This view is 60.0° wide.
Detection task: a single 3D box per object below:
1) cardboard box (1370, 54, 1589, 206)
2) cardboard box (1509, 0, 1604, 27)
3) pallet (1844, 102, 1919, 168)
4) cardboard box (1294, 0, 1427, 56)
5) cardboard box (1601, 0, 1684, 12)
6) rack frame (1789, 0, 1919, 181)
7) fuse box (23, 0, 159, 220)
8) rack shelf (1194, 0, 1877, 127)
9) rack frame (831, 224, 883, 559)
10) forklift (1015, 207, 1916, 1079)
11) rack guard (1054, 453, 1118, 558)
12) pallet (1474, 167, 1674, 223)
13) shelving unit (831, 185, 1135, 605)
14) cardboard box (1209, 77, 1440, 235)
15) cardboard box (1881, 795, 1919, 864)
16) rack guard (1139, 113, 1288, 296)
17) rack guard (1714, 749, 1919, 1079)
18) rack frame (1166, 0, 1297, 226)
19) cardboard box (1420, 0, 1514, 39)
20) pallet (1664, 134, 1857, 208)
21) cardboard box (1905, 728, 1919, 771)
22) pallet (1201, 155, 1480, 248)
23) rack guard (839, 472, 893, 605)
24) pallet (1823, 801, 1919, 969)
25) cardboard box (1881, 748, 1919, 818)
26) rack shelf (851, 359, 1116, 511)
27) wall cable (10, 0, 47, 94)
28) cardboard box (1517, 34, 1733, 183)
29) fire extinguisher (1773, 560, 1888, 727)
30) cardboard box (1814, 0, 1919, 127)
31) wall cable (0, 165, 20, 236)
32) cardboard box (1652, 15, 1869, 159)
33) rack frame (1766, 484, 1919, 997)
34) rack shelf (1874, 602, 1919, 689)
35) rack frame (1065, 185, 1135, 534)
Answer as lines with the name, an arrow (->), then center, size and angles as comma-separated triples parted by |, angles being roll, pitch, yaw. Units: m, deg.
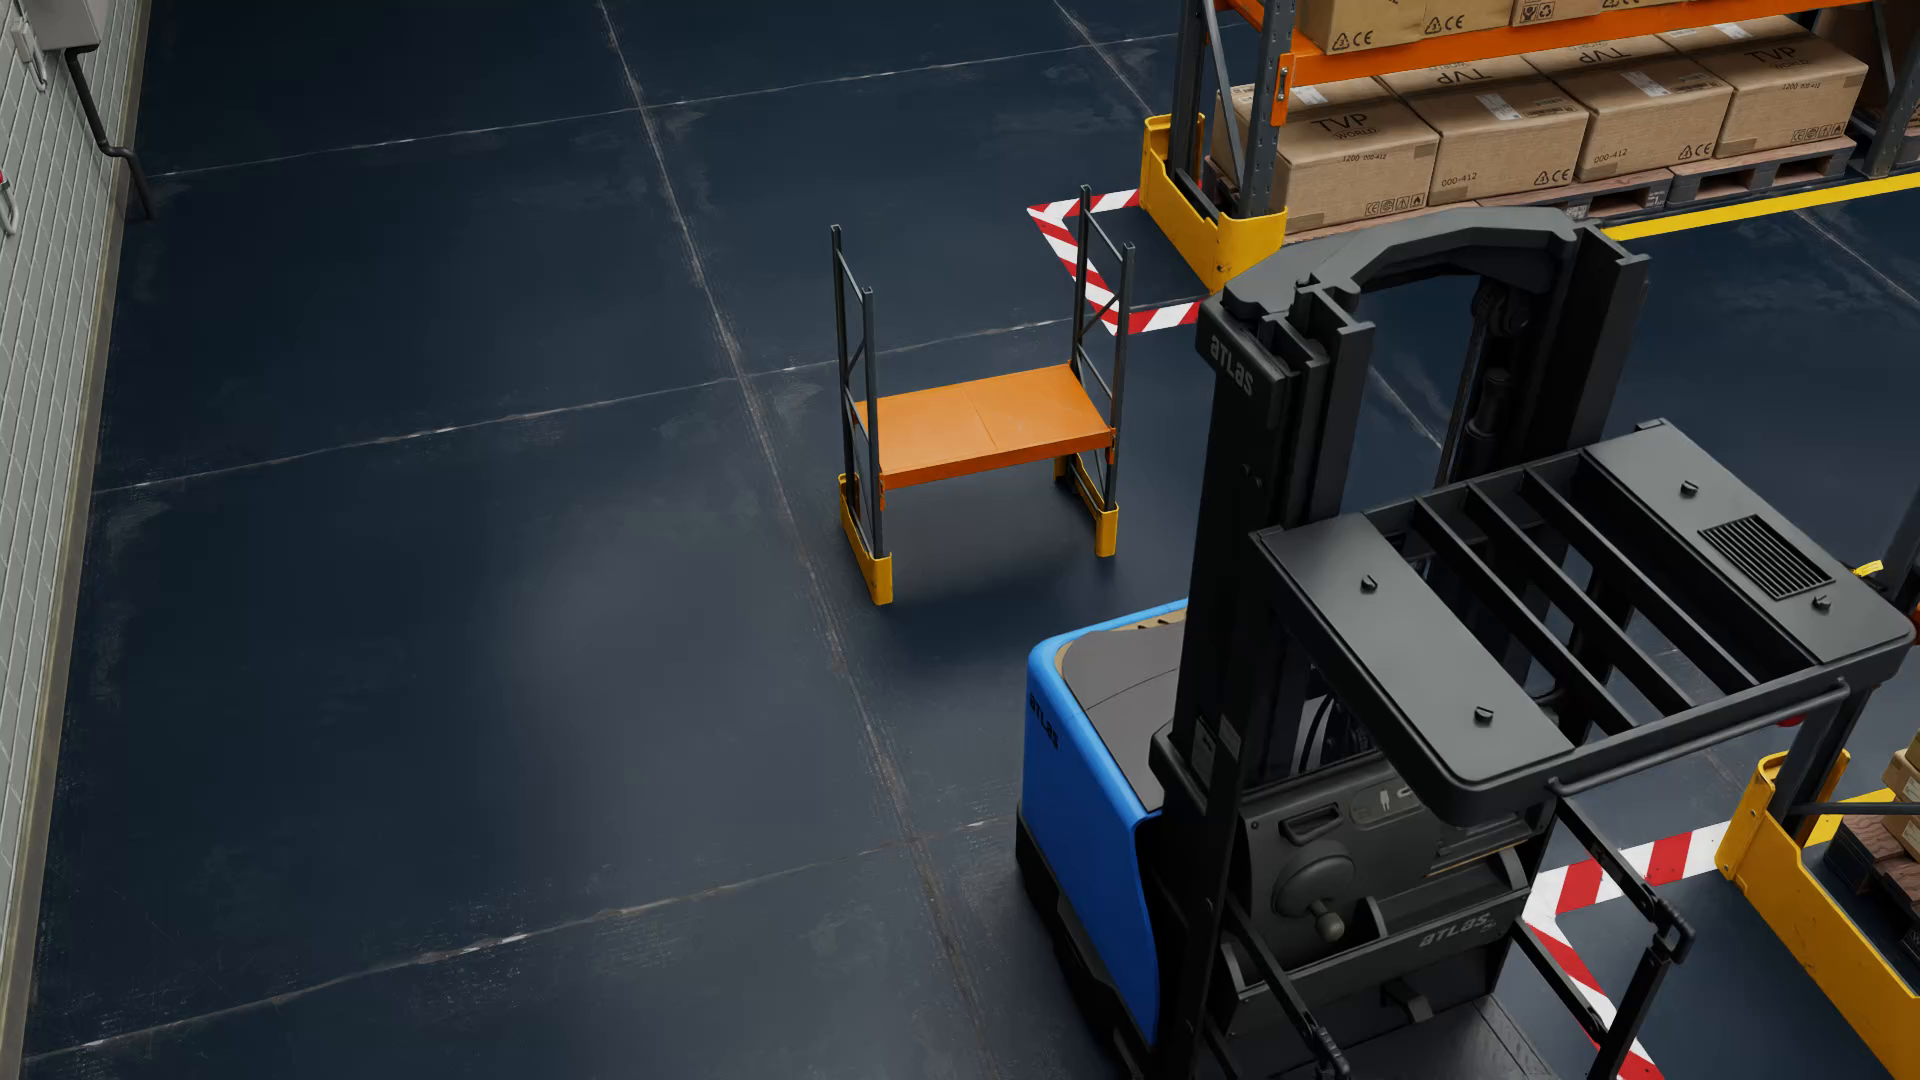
cardboard box -> 2.829, -2.315, 9.248 | 0.875, 0.438, 0.875 | -11, 42, -12
cardboard box -> 2.868, -2.901, 8.215 | 0.500, 0.500, 0.500 | -12, 43, -13
pallet -> 5.888, -2.682, 10.160 | 1.213, 0.211, 1.003 | -12, 42, -13
cardboard box -> 1.903, -2.695, 7.978 | 0.500, 0.500, 0.500 | -12, 43, -13
cardboard box -> 3.341, -3.011, 8.340 | 0.500, 0.500, 0.500 | -10, 42, -12
rack frame -> 5.175, -3.533, 9.014 | 0.127, 3.000, 1.000 | -12, 42, -13
fuse box -> -4.504, -2.475, 8.782 | 0.414, 1.711, 0.539 | -12, 42, -13
rack shelf -> 3.267, -2.867, 8.798 | 4.000, 0.370, 1.077 | -12, 42, -13
rack frame -> -0.403, -0.481, 6.661 | 0.032, 1.500, 0.500 | -12, 42, -13
forklift -> 1.219, 0.811, 4.094 | 1.130, 2.935, 3.031 | -15, 43, -16
rack guard -> 0.548, -0.208, 7.298 | 0.087, 0.250, 0.587 | -12, 42, -13
pallet -> 3.260, -2.138, 9.537 | 1.213, 0.211, 1.003 | -12, 42, -13
shelving unit -> 0.073, -0.580, 6.774 | 1.083, 1.500, 0.587 | -12, 42, -13
cardboard box -> 1.959, -2.129, 9.035 | 0.875, 0.438, 0.875 | -13, 43, -15
cardboard box -> 3.382, 1.025, 5.645 | 0.250, 0.149, 0.380 | -11, 42, -12
rack guard -> 1.336, -1.796, 8.926 | 0.348, 0.500, 1.175 | -12, 42, -13
rack guard -> 3.015, 1.271, 5.416 | 0.348, 0.500, 1.175 | -12, 42, -13
rack frame -> 1.359, -2.742, 8.109 | 0.127, 3.000, 1.000 | -12, 42, -13
cardboard box -> 2.377, -2.812, 8.113 | 0.500, 0.500, 0.500 | -12, 43, -14
pallet -> 4.426, -2.381, 9.815 | 1.213, 0.211, 1.003 | -12, 42, -13
cardboard box -> 3.371, 0.772, 5.482 | 0.250, 0.149, 0.380 | -11, 42, -13
pallet -> 2.098, -1.899, 9.263 | 1.213, 0.211, 1.003 | -12, 42, -13
rack guard -> -0.402, -0.011, 7.072 | 0.087, 0.250, 0.587 | -12, 42, -13
pallet -> 3.801, 1.241, 5.669 | 1.213, 0.211, 1.003 | -12, 42, -13
cardboard box -> 3.360, 0.864, 5.602 | 0.250, 0.149, 0.380 | -13, 43, -14
rack shelf -> 0.081, -0.446, 6.894 | 1.000, 0.185, 0.538 | -12, 42, -13
wall cable -> -4.449, -2.883, 7.498 | 0.122, 1.984, 0.588 | -12, 42, -13
cardboard box -> 3.690, -2.492, 9.451 | 0.875, 0.438, 0.875 | -13, 43, -14
fire extinguisher -> 2.564, 0.274, 4.999 | 0.183, 0.674, 0.296 | -12, 42, -13
cardboard box -> 5.742, -3.063, 9.772 | 0.875, 0.875, 0.875 | -10, 42, -12
wall cable -> -4.012, -2.008, 6.472 | 0.123, 1.953, 0.585 | -12, 42, -13
cardboard box -> 4.543, -2.669, 9.654 | 0.875, 0.438, 0.875 | -12, 43, -14
rack frame -> 2.943, 0.344, 4.576 | 0.127, 3.000, 1.000 | -12, 42, -13
rack shelf -> 4.850, 0.220, 5.265 | 4.000, 0.370, 1.077 | -12, 42, -13
rack frame -> 0.566, -0.682, 6.891 | 0.032, 1.500, 0.500 | -12, 42, -13
